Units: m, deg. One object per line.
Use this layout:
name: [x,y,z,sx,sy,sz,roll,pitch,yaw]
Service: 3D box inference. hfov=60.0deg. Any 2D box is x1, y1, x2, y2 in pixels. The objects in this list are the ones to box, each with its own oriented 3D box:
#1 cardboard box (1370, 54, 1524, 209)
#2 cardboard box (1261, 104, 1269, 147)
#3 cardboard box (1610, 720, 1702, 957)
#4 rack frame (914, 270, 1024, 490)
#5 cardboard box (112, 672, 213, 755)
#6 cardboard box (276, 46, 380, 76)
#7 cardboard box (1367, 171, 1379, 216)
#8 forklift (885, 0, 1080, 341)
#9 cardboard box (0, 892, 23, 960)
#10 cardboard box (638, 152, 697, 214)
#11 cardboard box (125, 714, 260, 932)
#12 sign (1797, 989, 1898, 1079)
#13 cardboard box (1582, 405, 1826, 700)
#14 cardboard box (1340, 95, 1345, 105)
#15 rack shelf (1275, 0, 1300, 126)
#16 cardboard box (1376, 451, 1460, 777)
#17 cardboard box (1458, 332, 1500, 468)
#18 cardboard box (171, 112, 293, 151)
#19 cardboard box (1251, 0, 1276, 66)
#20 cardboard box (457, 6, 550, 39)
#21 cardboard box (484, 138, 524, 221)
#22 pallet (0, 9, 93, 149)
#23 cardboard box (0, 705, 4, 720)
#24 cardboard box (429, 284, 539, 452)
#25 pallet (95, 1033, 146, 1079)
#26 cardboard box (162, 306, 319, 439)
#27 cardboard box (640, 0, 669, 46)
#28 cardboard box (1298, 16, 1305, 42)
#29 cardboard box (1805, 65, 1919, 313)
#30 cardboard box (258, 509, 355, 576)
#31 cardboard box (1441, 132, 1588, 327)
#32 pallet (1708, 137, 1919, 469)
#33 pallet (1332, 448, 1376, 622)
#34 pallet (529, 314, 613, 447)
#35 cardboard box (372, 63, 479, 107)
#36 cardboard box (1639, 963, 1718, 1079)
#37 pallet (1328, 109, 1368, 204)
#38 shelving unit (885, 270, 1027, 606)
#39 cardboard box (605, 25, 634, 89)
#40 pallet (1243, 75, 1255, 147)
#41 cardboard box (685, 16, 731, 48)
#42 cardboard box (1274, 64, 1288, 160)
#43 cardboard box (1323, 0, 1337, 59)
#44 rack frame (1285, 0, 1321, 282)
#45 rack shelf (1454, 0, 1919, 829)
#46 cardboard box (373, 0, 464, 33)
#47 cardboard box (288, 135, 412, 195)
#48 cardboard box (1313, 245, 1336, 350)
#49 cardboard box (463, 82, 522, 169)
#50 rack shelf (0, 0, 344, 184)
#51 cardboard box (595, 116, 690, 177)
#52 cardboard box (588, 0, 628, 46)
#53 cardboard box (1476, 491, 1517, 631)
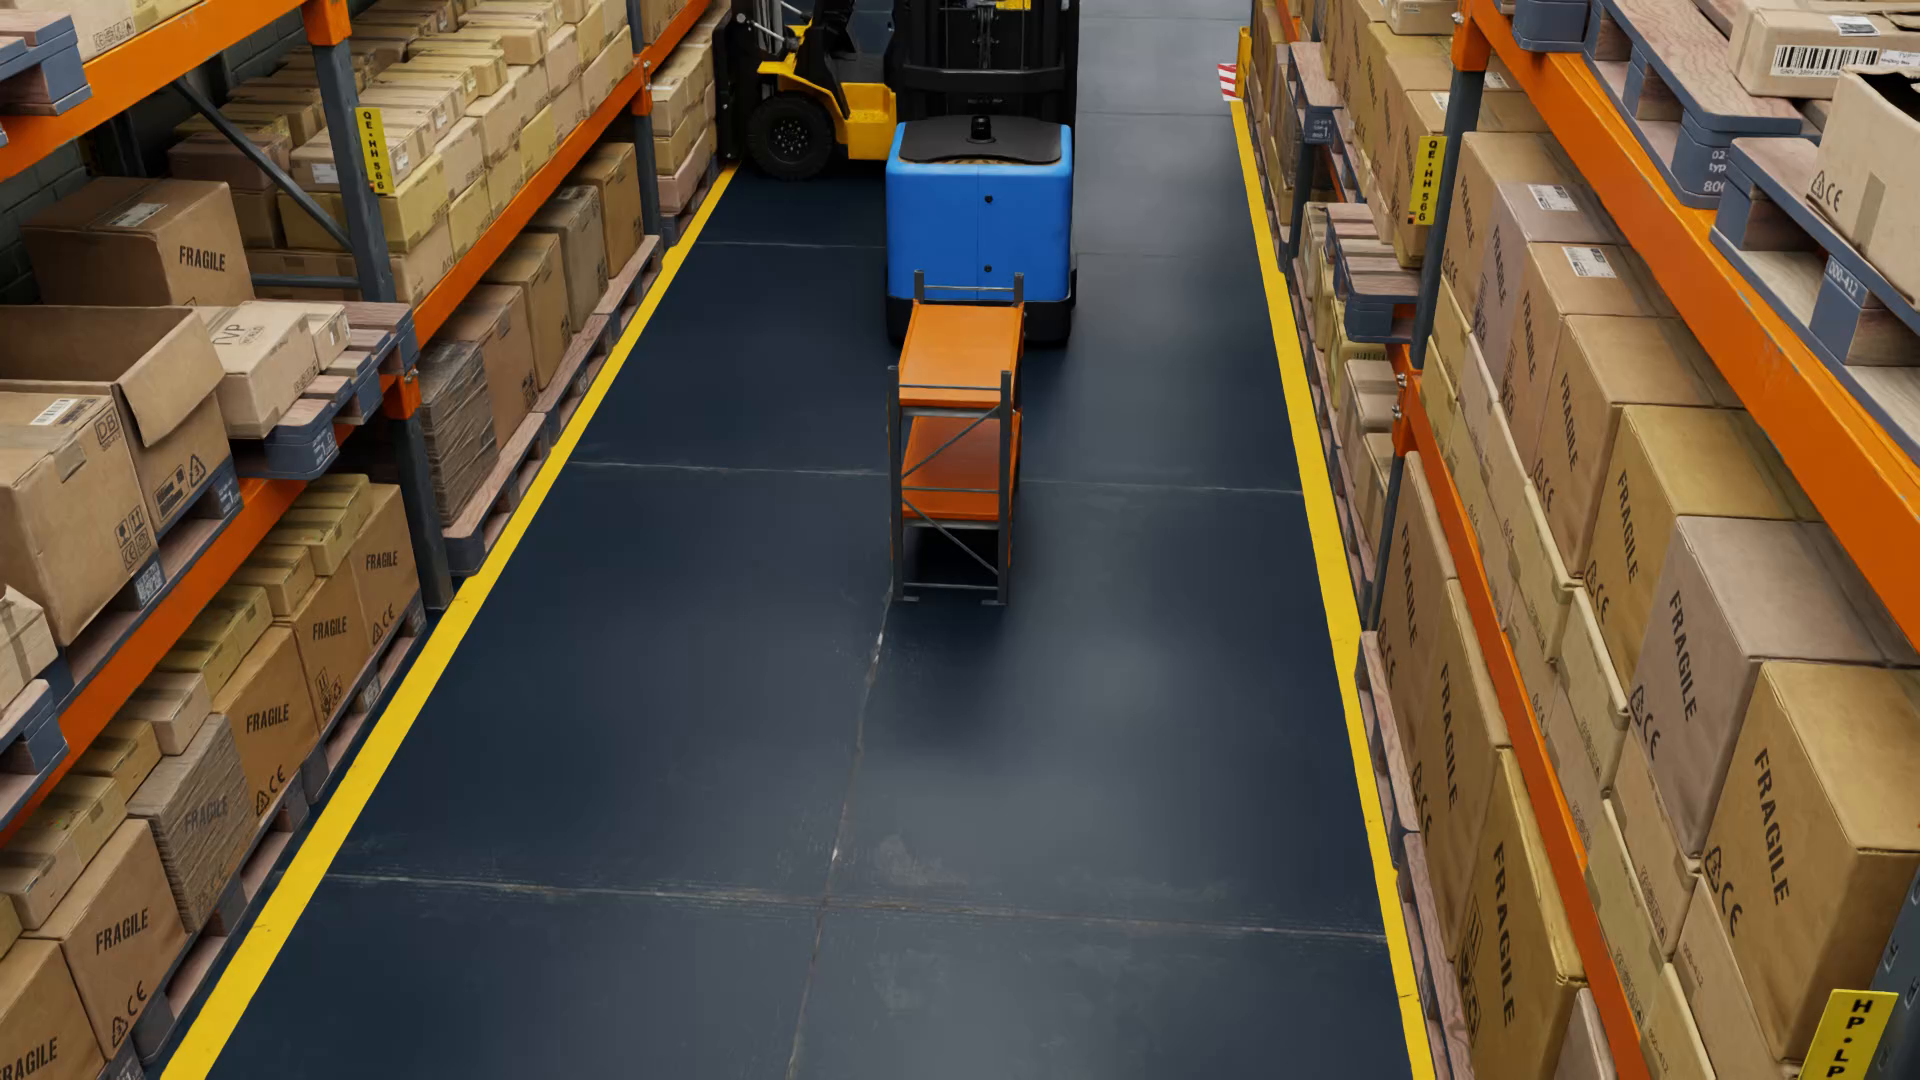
cardboard box: [2.005,-1.674,6.828,0.500,0.500,0.500,2,32,3]
cardboard box: [2.443,-3.034,12.035,0.500,0.250,0.500,5,32,7]
cardboard box: [1.715,0.635,3.528,0.500,0.250,0.500,3,32,5]
rack frame: [0.041,-0.741,7.880,0.500,1.125,0.032,2,32,4]
cardboard box: [-2.658,0.555,5.354,0.380,0.149,0.250,1,32,2]
cardboard box: [-2.931,-2.186,7.725,0.380,0.149,0.250,2,32,3]
cardboard box: [1.960,-1.467,7.111,0.380,0.149,0.250,1,32,2]
forklift: [0.170,-3.122,10.023,1.130,2.935,3.031,1,32,2]
cardboard box: [-2.802,1.082,4.499,0.380,0.149,0.250,2,32,3]
cardboard box: [-2.039,-2.354,10.932,0.500,0.250,0.500,3,32,4]
cardboard box: [-2.669,0.908,5.401,0.500,0.500,0.500,1,32,2]
sign: [1.346,0.809,2.550,0.100,0.325,0.005,2,32,4]
cardboard box: [1.769,0.038,3.780,0.500,0.500,0.500,3,32,5]
cardboard box: [2.141,-2.279,8.428,0.380,0.149,0.250,3,32,5]
rack shelf: [2.702,-3.637,11.478,1.077,0.370,4.000,2,32,4]
cardboard box: [2.074,0.278,6.065,0.875,0.875,0.875,2,32,4]
cardboard box: [1.883,-0.430,5.255,0.500,0.250,0.500,3,32,5]
cardboard box: [-2.999,-1.655,6.862,0.380,0.149,0.250,3,32,5]
cardboard box: [2.522,-3.894,12.715,0.500,0.500,0.500,1,32,2]
cardboard box: [-2.290,-2.568,8.345,0.380,0.149,0.250,3,32,4]
cardboard box: [-2.374,-1.706,7.802,0.500,0.250,0.500,1,32,2]
pallet: [-2.855,-1.001,3.836,1.213,0.211,1.003,2,32,4]
cardboard box: [-2.755,0.341,3.843,0.700,0.500,0.500,3,32,5]
cardboard box: [-2.624,-0.851,8.135,0.875,0.625,0.625,3,32,6]
pallet: [-3.031,1.836,4.569,1.003,0.211,1.213,2,32,4]
cardboard box: [-2.497,-0.565,5.550,0.500,0.250,0.500,1,32,2]
cardboard box: [-2.112,-3.371,10.265,0.500,0.500,0.500,2,32,3]
cardboard box: [2.275,-3.102,10.164,0.380,0.149,0.250,3,32,5]
cardboard box: [1.750,-0.602,2.693,0.500,0.311,0.500,2,32,4]
cardboard box: [-2.513,0.007,6.244,0.380,0.149,0.250,1,32,1]
cardboard box: [1.930,-1.026,5.508,0.500,0.500,0.500,1,32,2]
pallet: [1.913,-0.391,2.849,0.805,0.209,1.217,1,32,2]
pallet: [2.279,-0.027,7.592,1.003,0.211,1.213,2,32,4]
pallet: [-2.526,-0.893,8.999,1.003,0.211,1.213,2,32,4]
cardboard box: [-2.399,-2.033,7.477,0.380,0.149,0.250,3,32,5]
cardboard box: [1.673,1.105,3.241,0.500,0.250,0.500,2,32,3]
pallet: [2.334,-1.761,7.931,1.003,0.211,1.213,2,32,4]
shelving unit: [-0.001,-0.475,7.449,0.538,1.125,1.048,2,32,4]
cardboard box: [-2.189,-2.769,9.526,0.500,0.250,0.500,3,32,5]
pallet: [2.757,-3.339,12.966,1.003,0.211,1.213,2,32,4]
cardboard box: [-1.925,-3.582,11.971,0.500,0.250,0.500,2,32,3]
cardboard box: [2.359,-2.811,10.959,0.500,0.500,0.500,3,32,5]
cardboard box: [2.175,-2.750,8.574,0.500,0.500,0.500,3,32,4]
rack frame: [2.539,-2.897,9.592,1.000,3.000,0.127,2,32,4]
rack shelf: [2.051,-0.730,3.903,1.077,0.370,4.000,2,32,4]
cardboard box: [-2.792,-2.719,8.590,0.380,0.149,0.250,2,32,4]
cardboard box: [-2.415,-1.488,6.592,0.380,0.149,0.250,3,32,5]
cardboard box: [2.444,-1.307,9.116,0.950,0.372,0.625,4,32,7]
cardboard box: [-2.352,-1.921,7.674,0.500,0.250,0.500,2,32,3]
rack shelf: [-2.897,-0.940,4.244,1.077,0.370,4.000,2,32,4]
cardboard box: [-2.061,-2.568,10.802,0.500,0.250,0.500,2,32,4]
cardboard box: [-2.194,-2.988,9.407,0.500,0.250,0.500,2,32,3]
cardboard box: [1.850,0.047,4.958,0.500,0.250,0.500,3,32,6]
